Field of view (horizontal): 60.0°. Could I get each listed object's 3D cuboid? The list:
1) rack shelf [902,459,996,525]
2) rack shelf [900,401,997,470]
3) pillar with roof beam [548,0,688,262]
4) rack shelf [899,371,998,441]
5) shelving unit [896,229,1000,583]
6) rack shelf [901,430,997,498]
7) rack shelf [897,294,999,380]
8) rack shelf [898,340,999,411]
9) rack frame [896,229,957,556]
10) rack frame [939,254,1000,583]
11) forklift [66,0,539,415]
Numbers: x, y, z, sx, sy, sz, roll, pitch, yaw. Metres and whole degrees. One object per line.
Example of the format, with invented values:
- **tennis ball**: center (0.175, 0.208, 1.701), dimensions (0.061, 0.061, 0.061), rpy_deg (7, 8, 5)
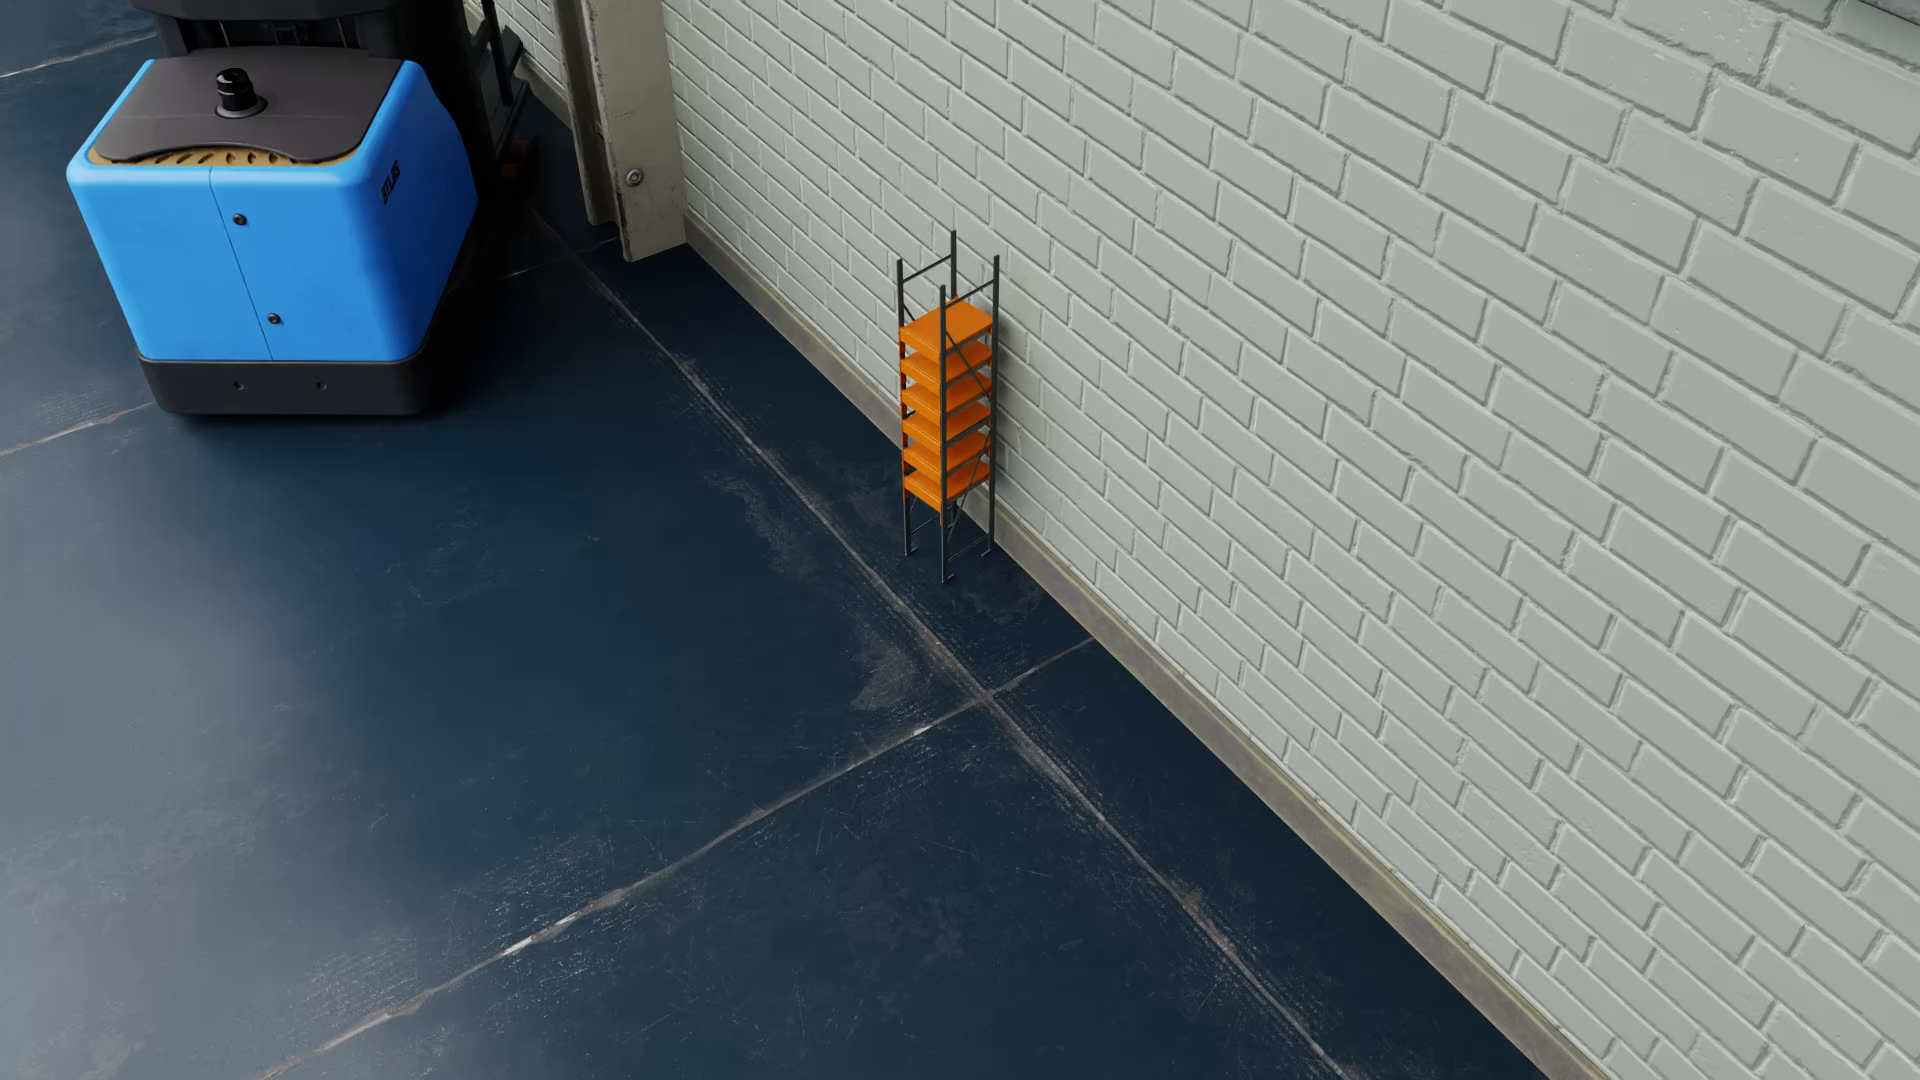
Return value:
- **rack shelf**: center (-0.035, -0.187, 5.488), dimensions (0.258, 0.103, 0.180), rpy_deg (-34, 53, -30)
- **rack shelf**: center (-0.035, -0.361, 5.323), dimensions (0.258, 0.103, 0.180), rpy_deg (-34, 53, -30)
- **pillar with roof beam**: center (-4.904, -2.889, 2.259), dimensions (9.100, 9.000, 0.400), rpy_deg (-26, 49, -24)
- **rack shelf**: center (-0.035, -0.448, 5.240), dimensions (0.258, 0.103, 0.180), rpy_deg (-34, 53, -30)
- **shelving unit**: center (-0.035, -0.393, 5.292), dimensions (0.258, 1.200, 0.189), rpy_deg (-34, 53, -30)
- **rack shelf**: center (-0.035, -0.274, 5.405), dimensions (0.258, 0.103, 0.180), rpy_deg (-34, 53, -30)
- **rack shelf**: center (-0.035, -0.622, 5.075), dimensions (0.258, 0.103, 0.180), rpy_deg (-34, 53, -30)
- **rack shelf**: center (-0.035, -0.535, 5.157), dimensions (0.258, 0.103, 0.180), rpy_deg (-34, 53, -30)
- **rack frame**: center (-0.099, -0.438, 5.340), dimensions (0.240, 1.200, 0.006), rpy_deg (-34, 53, -30)
- **rack frame**: center (0.028, -0.348, 5.244), dimensions (0.240, 1.200, 0.006), rpy_deg (-34, 53, -30)
- **forklift**: center (-2.454, -2.516, 6.263), dimensions (1.130, 2.935, 3.031), rpy_deg (0, 44, 0)
